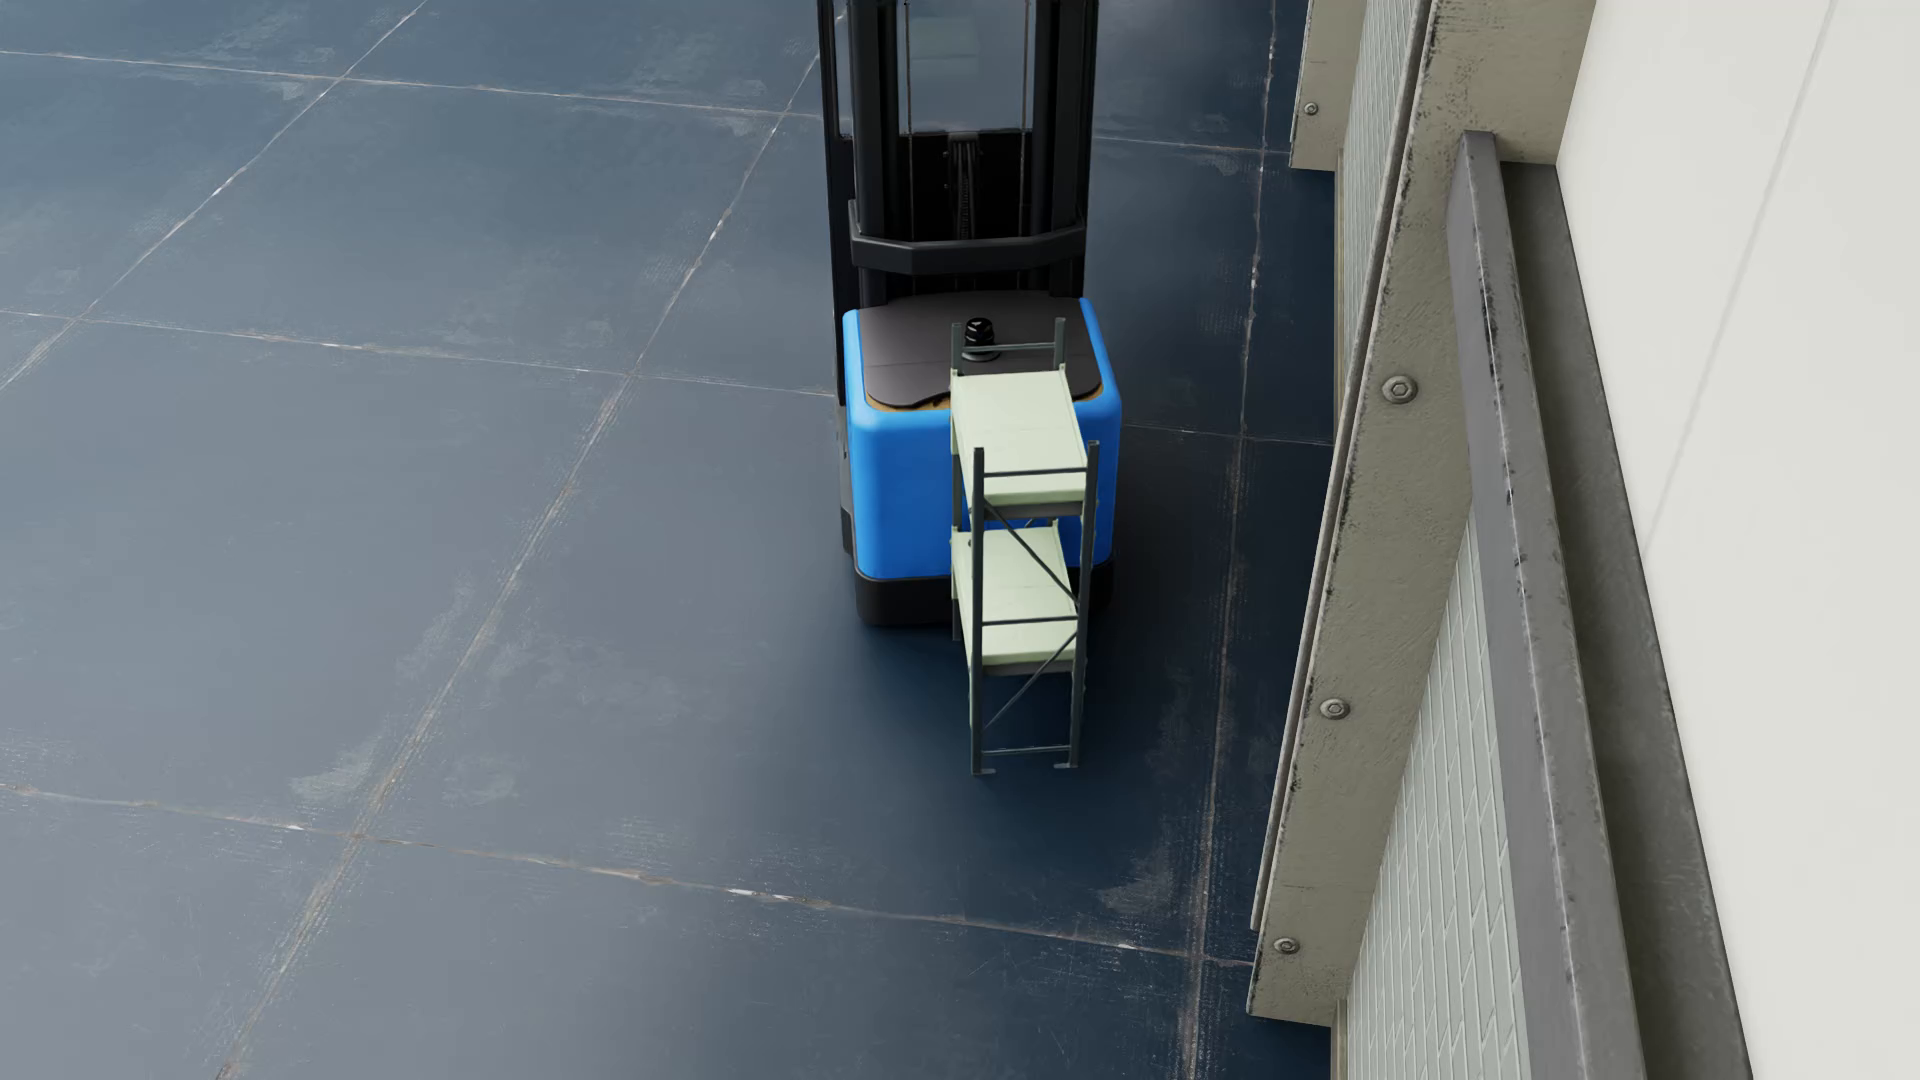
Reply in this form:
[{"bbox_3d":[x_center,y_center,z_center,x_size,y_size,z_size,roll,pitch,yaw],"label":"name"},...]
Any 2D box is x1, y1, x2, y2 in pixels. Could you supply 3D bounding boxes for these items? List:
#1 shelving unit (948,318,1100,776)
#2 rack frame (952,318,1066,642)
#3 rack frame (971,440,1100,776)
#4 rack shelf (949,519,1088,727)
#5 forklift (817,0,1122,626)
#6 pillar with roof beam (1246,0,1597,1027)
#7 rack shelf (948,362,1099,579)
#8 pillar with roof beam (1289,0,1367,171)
[{"bbox_3d":[0.207,0.049,6.014,0.431,1.500,0.755,-4,40,-4],"label":"shelving unit"},{"bbox_3d":[0.171,-0.184,6.295,0.400,1.500,0.023,-4,40,-4],"label":"rack frame"},{"bbox_3d":[0.242,0.281,5.733,0.400,1.500,0.023,-4,40,-4],"label":"rack frame"},{"bbox_3d":[0.207,0.300,6.222,0.431,0.370,0.720,-4,40,-4],"label":"rack shelf"},{"bbox_3d":[-0.033,-1.712,7.021,1.130,2.935,3.031,-4,40,-4],"label":"forklift"},{"bbox_3d":[-3.125,-2.513,3.227,9.100,9.000,0.400,6,40,8],"label":"pillar with roof beam"},{"bbox_3d":[0.207,-0.252,5.766,0.431,0.370,0.720,-4,40,-4],"label":"rack shelf"},{"bbox_3d":[-2.087,-6.279,7.782,9.100,9.000,0.400,6,40,8],"label":"pillar with roof beam"}]
